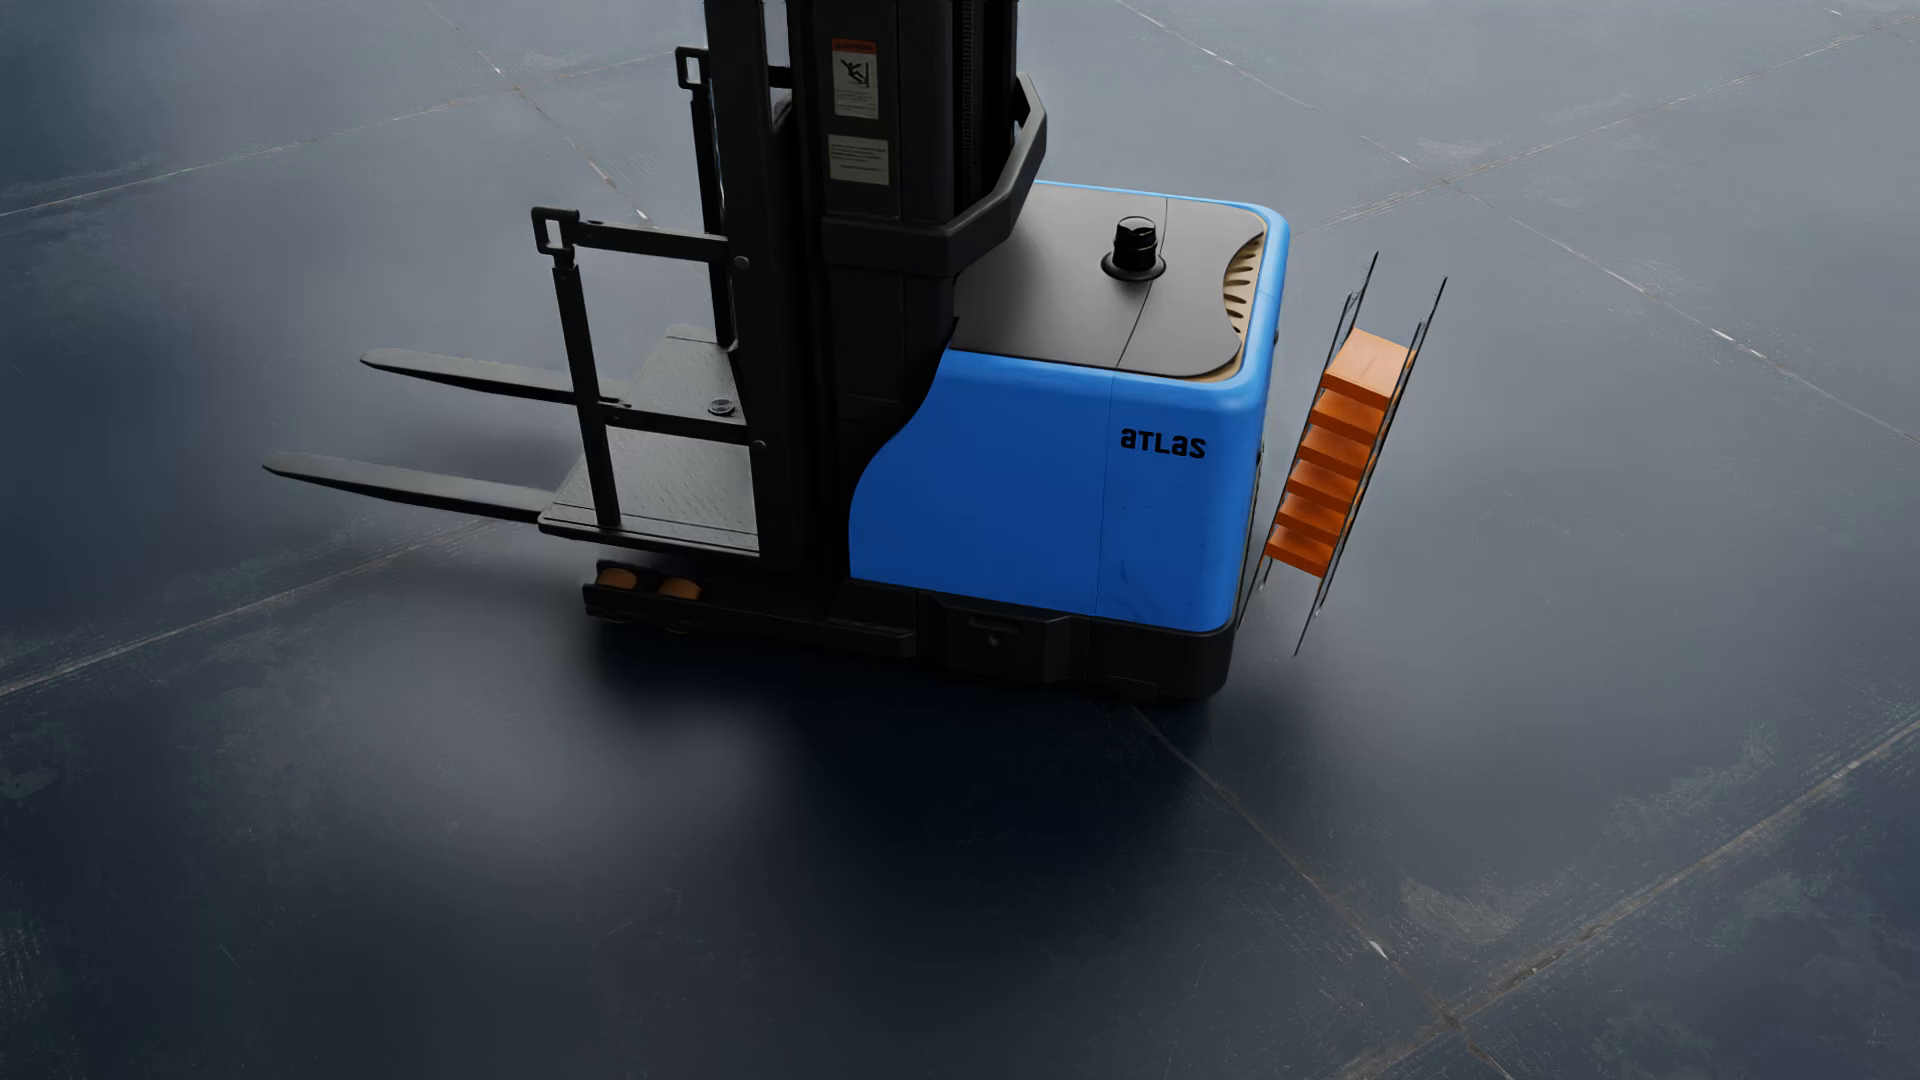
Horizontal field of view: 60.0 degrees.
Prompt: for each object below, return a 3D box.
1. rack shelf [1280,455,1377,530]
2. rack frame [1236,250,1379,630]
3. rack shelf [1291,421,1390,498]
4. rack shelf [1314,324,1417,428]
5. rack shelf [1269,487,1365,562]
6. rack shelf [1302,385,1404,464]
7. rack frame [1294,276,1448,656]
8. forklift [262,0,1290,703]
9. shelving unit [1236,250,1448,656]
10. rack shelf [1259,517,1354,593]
[{"bbox_3d":[1.016,-0.168,4.571,0.180,0.103,0.258,24,45,16],"label":"rack shelf"},{"bbox_3d":[0.941,-0.236,4.565,0.006,1.200,0.240,24,45,16],"label":"rack frame"},{"bbox_3d":[1.030,-0.254,4.489,0.180,0.103,0.258,24,45,16],"label":"rack shelf"},{"bbox_3d":[1.058,-0.428,4.325,0.180,0.103,0.258,24,45,16],"label":"rack shelf"},{"bbox_3d":[1.002,-0.081,4.653,0.180,0.103,0.258,24,45,16],"label":"rack shelf"},{"bbox_3d":[1.044,-0.341,4.407,0.180,0.103,0.258,24,45,16],"label":"rack shelf"},{"bbox_3d":[1.101,-0.164,4.516,0.006,1.200,0.240,24,45,16],"label":"rack frame"},{"bbox_3d":[-0.628,-1.168,4.362,3.031,2.935,1.130,9,41,10],"label":"forklift"},{"bbox_3d":[1.021,-0.200,4.540,0.189,1.200,0.258,24,45,16],"label":"shelving unit"},{"bbox_3d":[0.988,0.006,4.734,0.180,0.103,0.258,24,45,16],"label":"rack shelf"}]
